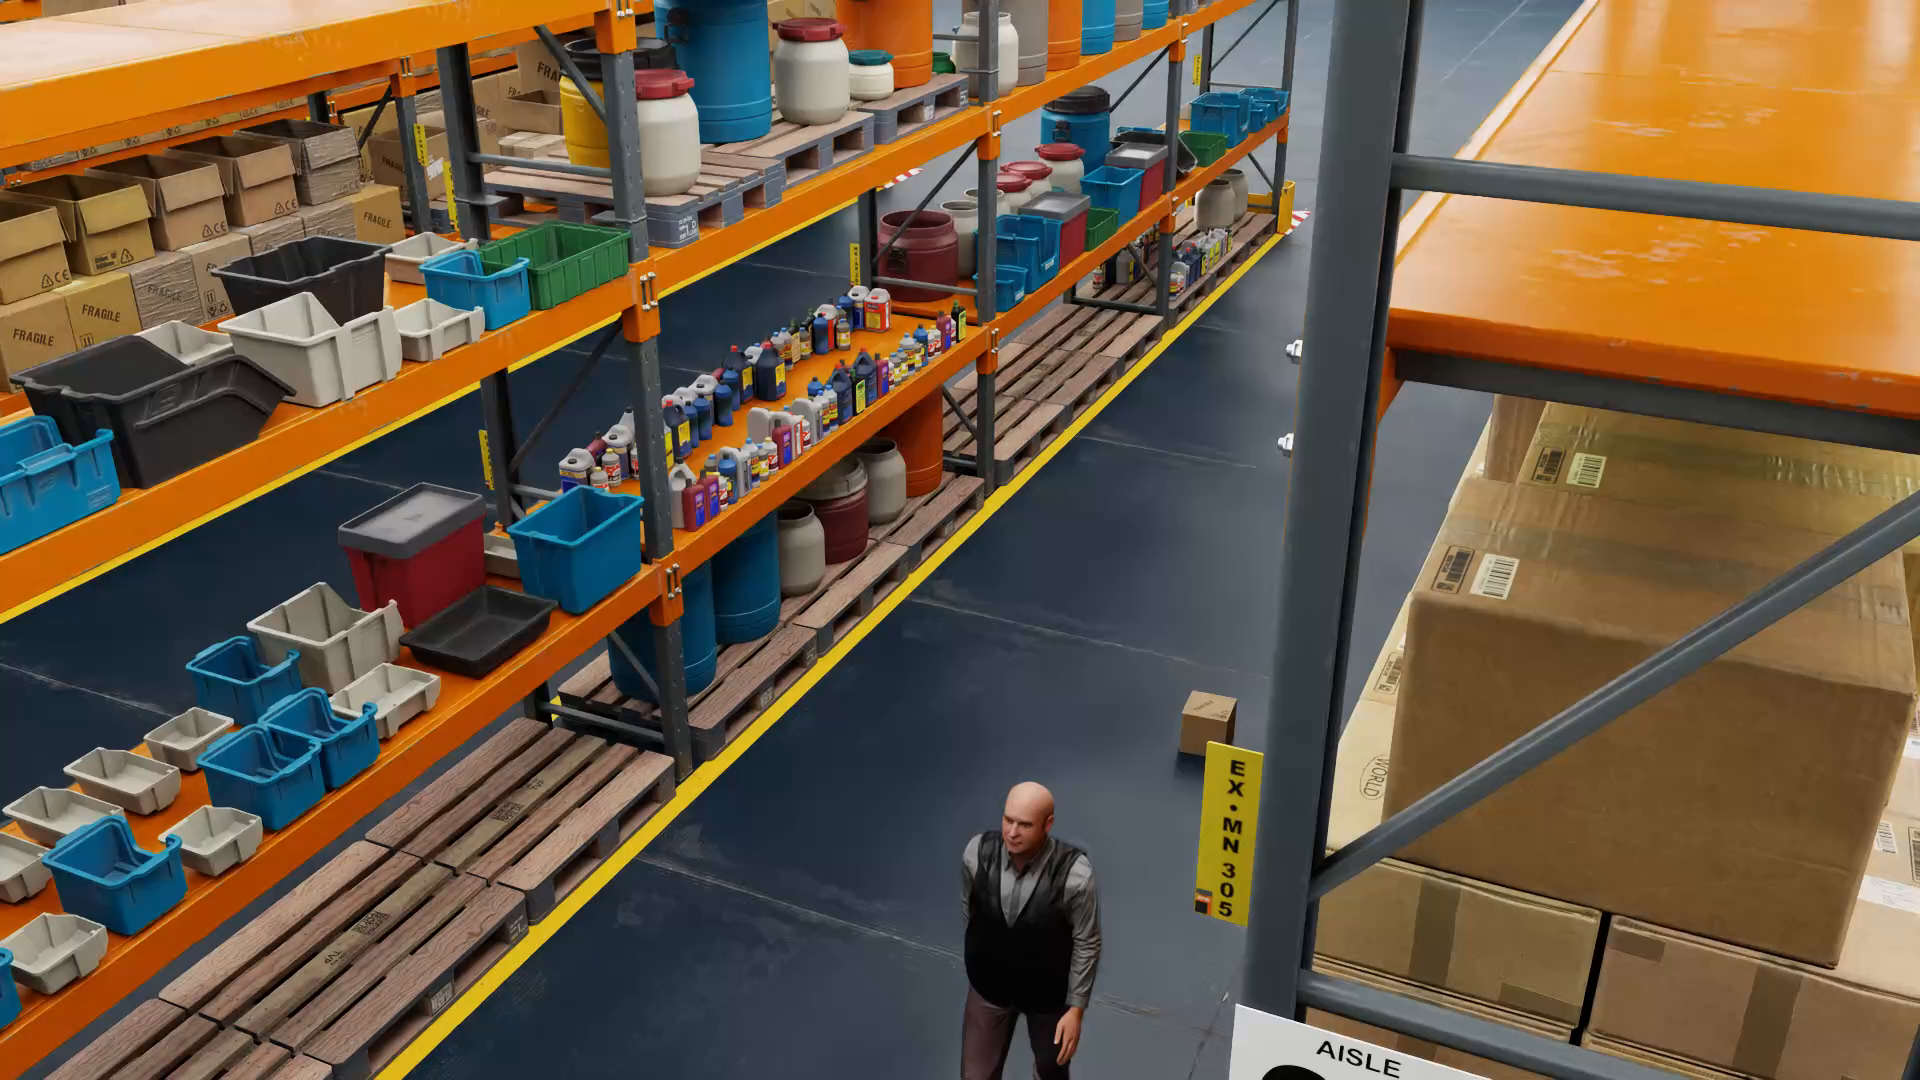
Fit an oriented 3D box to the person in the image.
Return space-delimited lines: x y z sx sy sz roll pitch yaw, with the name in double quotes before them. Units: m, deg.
"person" 0.217 1.656 6.019 0.558 1.670 0.979 8 27 15
